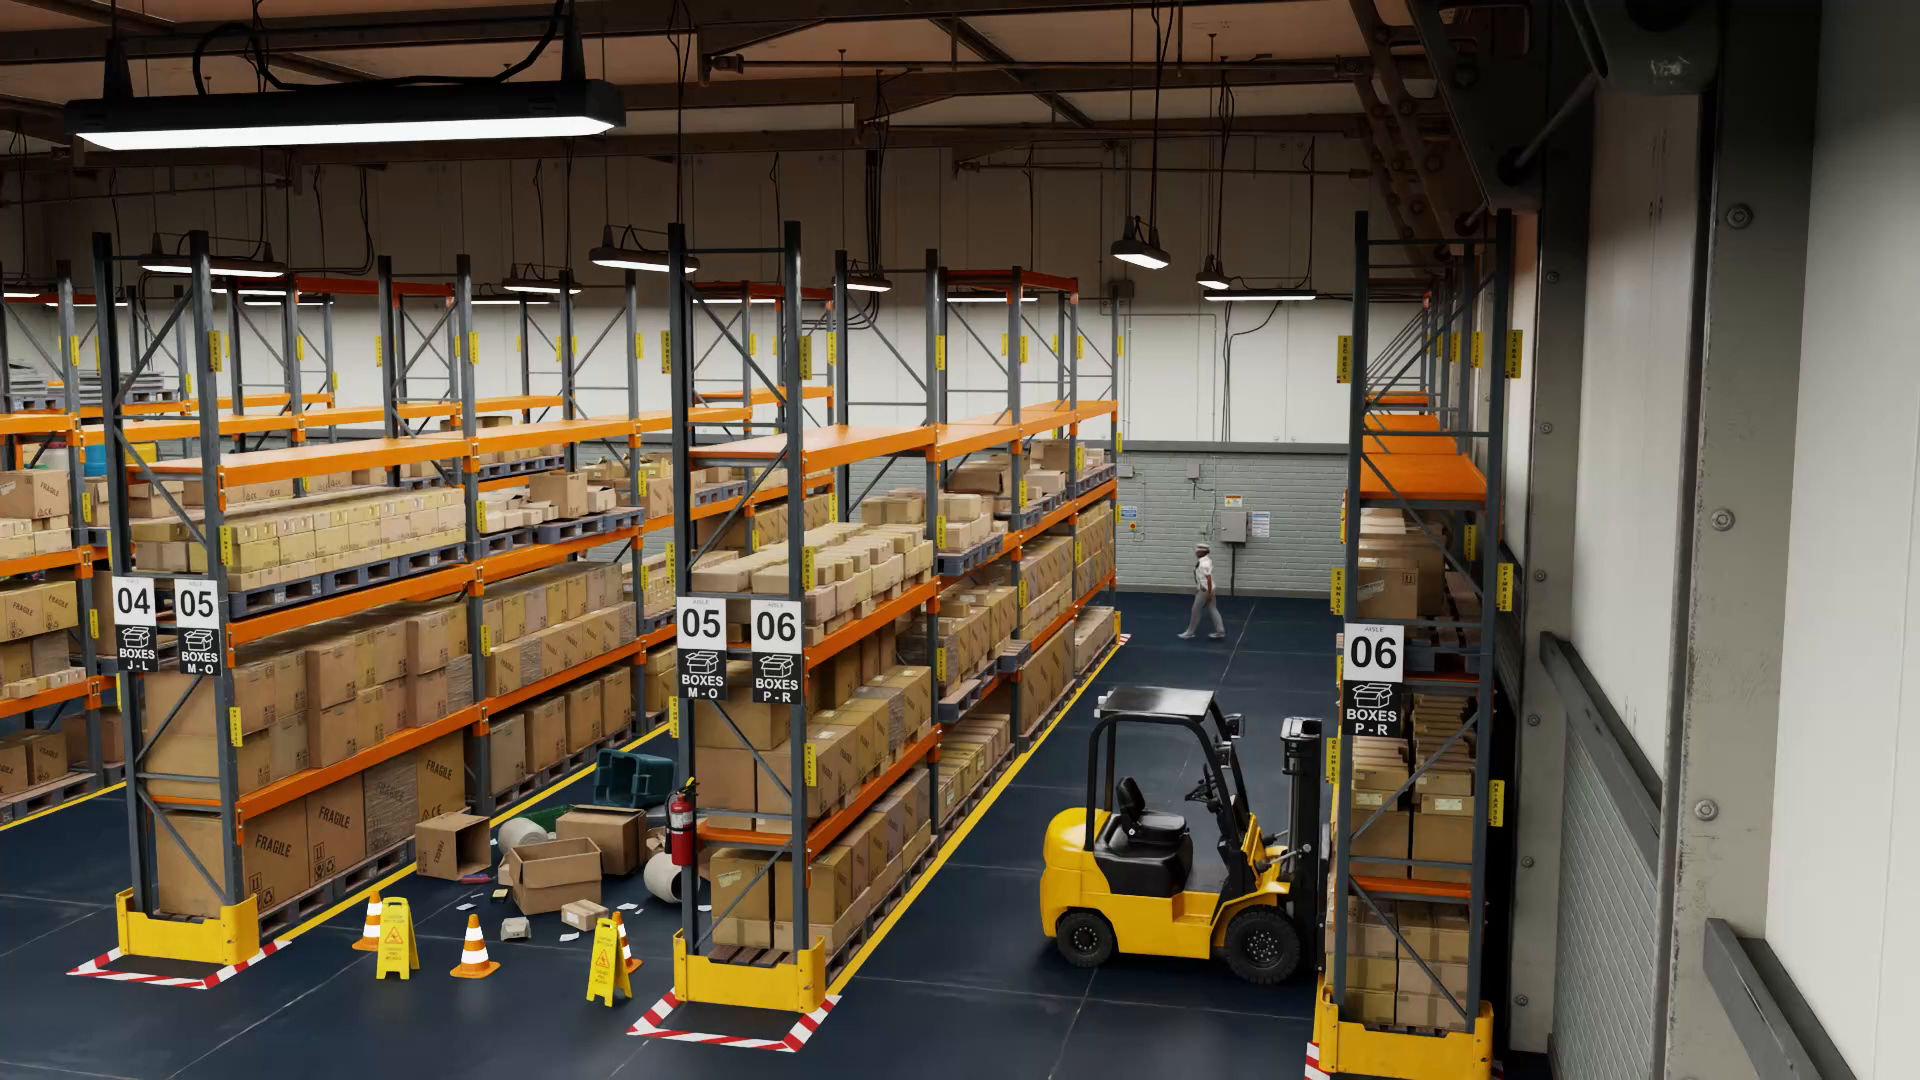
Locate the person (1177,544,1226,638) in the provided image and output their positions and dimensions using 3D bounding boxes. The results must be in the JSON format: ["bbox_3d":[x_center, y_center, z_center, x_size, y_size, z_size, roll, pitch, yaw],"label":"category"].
[{"bbox_3d":[4.159,0.868,28.511,0.817,1.630,0.505,2,7,15],"label":"person"}]

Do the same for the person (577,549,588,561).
[{"bbox_3d":[-6.379,0.912,27.757,0.492,1.759,0.575,-3,8,-26],"label":"person"}]
